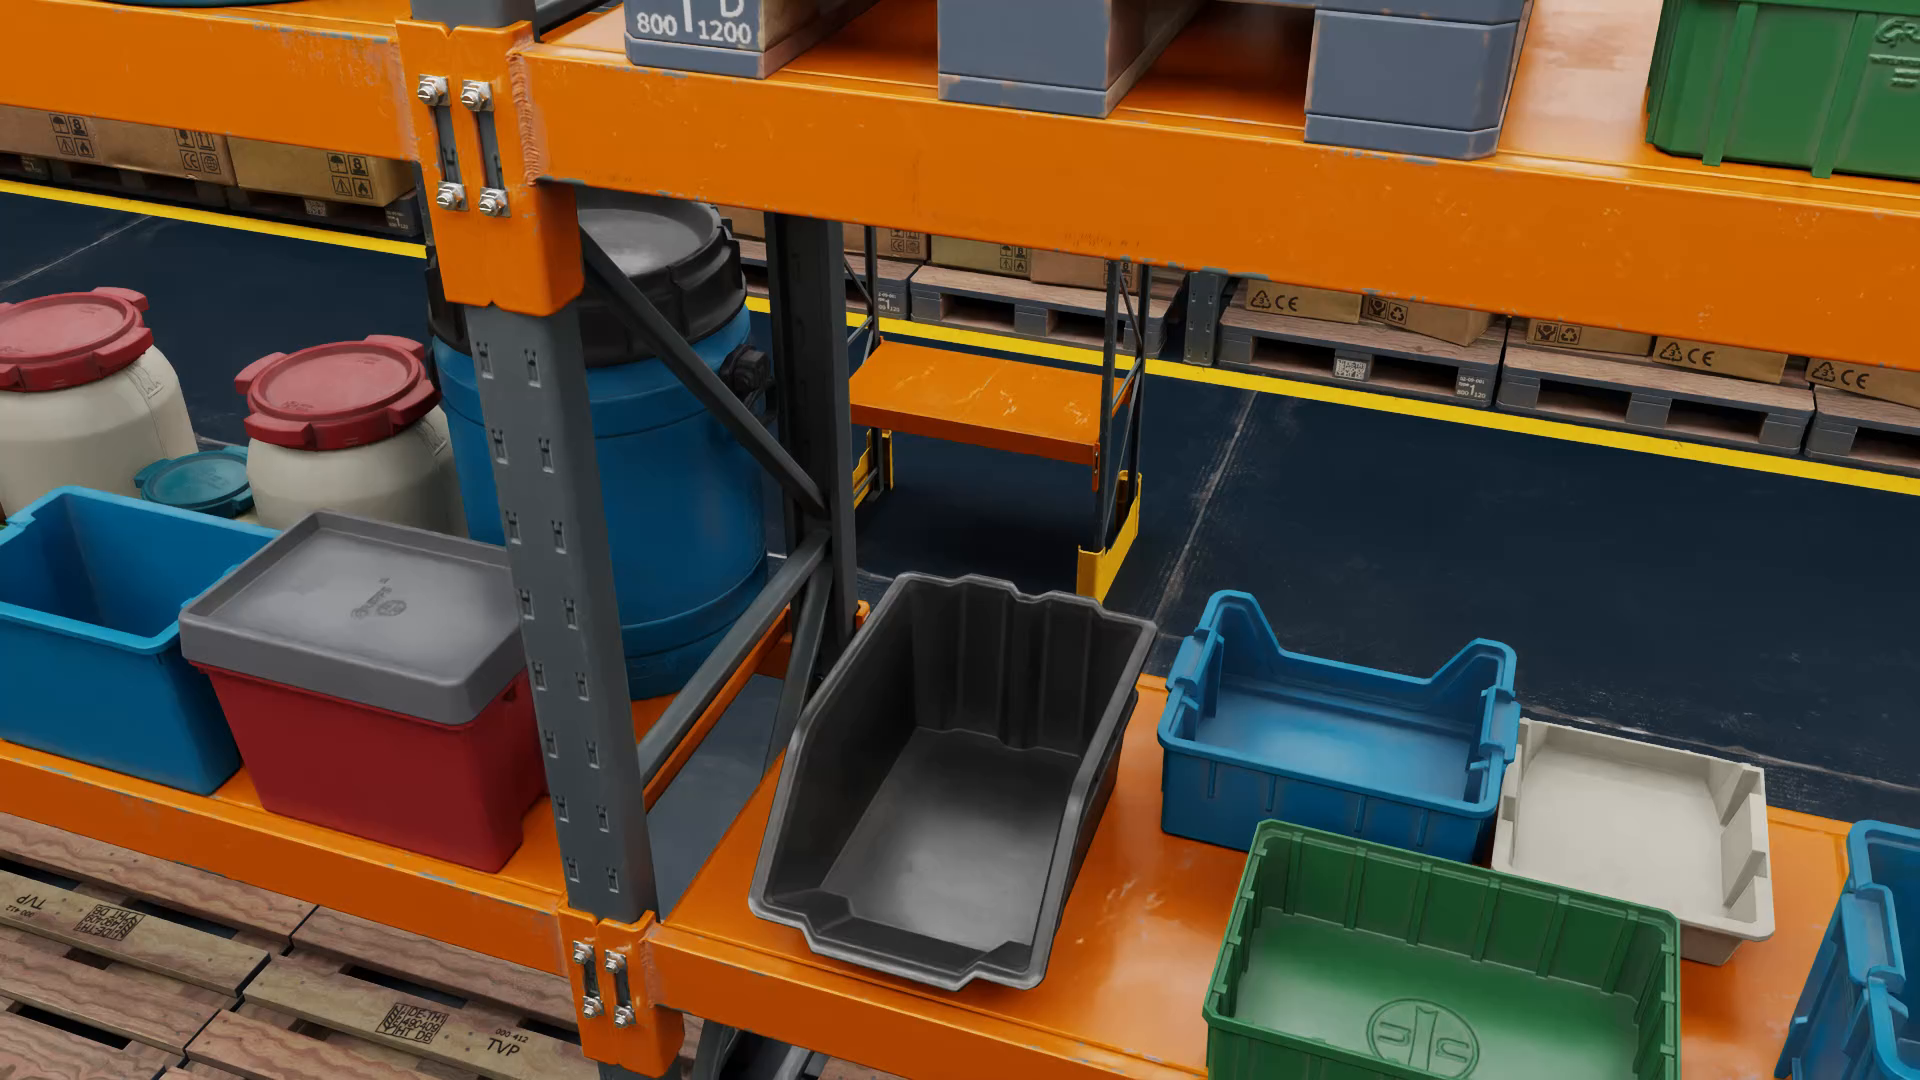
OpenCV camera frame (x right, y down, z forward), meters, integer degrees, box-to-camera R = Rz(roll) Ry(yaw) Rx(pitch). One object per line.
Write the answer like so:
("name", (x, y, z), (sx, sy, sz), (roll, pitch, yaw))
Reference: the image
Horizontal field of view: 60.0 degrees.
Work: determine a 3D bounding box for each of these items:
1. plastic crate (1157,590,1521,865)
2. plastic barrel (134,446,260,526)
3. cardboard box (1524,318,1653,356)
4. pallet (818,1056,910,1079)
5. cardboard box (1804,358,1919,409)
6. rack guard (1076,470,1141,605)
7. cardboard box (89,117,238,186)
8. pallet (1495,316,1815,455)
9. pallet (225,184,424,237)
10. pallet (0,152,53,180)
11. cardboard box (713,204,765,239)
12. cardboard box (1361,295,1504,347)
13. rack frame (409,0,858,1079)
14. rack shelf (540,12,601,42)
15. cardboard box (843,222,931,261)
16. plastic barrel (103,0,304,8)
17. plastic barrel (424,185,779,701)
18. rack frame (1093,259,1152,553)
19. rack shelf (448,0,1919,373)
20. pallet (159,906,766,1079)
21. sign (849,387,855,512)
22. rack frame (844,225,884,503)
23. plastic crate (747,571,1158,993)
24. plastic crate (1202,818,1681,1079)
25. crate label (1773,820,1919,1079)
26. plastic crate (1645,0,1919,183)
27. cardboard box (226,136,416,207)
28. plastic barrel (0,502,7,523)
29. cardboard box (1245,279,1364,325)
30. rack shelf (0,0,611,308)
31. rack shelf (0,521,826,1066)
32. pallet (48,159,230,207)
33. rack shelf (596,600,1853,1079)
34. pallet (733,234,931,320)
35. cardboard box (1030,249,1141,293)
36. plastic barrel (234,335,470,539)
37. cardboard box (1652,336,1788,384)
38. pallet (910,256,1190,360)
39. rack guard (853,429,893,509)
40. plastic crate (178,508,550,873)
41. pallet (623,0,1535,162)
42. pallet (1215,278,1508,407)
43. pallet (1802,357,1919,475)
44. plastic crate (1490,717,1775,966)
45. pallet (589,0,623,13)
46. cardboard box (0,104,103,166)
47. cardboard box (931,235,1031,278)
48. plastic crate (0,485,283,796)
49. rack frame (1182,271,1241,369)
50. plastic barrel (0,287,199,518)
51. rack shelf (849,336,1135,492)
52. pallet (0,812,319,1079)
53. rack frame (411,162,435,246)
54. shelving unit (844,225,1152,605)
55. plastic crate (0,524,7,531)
("plastic crate", (0.690, 0.362, 3.061), (0.616, 0.251, 0.499), (11, 34, 16))
("plastic barrel", (-1.637, -0.027, 3.654), (0.301, 0.262, 0.301), (0, 33, 0))
("cardboard box", (2.744, -1.152, 7.186), (0.500, 0.500, 0.500), (8, 34, 12))
("pallet", (0.175, 1.551, 3.653), (1.213, 0.211, 1.003), (11, 34, 16))
("cardboard box", (3.837, -0.903, 6.800), (0.500, 0.500, 0.500), (21, 38, 29))
("rack guard", (0.541, 0.000, 6.019), (0.087, 0.250, 0.587), (11, 34, 16))
("cardboard box", (-4.017, -2.613, 9.104), (0.875, 0.875, 1.225), (11, 34, 17))
("pallet", (3.024, -0.795, 7.286), (1.213, 0.211, 1.003), (11, 34, 16))
("pallet", (-3.254, -2.037, 9.210), (1.213, 0.211, 1.003), (11, 34, 16))
("pallet", (-5.551, -2.483, 9.901), (1.213, 0.211, 1.003), (11, 34, 16))
("cardboard box", (-0.838, -1.853, 8.253), (0.500, 0.500, 0.700), (14, 35, 20))
("cardboard box", (2.133, -1.225, 7.300), (0.500, 0.500, 0.500), (23, 39, 31))
("rack frame", (-0.443, 0.236, 3.120), (0.127, 3.000, 1.000), (11, 34, 16))
("rack shelf", (-0.655, -2.357, 7.799), (4.000, 0.370, 1.077), (11, 34, 16))
("cardboard box", (-0.312, -1.751, 8.095), (0.500, 0.500, 0.700), (8, 34, 12))
("plastic barrel", (-0.995, -1.217, 2.143), (0.708, 0.901, 0.600), (11, 34, 16))
("plastic barrel", (-0.705, -0.200, 3.333), (0.708, 0.901, 0.600), (11, 34, 16))
("rack frame", (0.559, -0.521, 5.675), (0.032, 1.500, 0.500), (11, 34, 16))
("rack shelf", (1.440, -0.356, 1.934), (4.000, 0.370, 1.077), (11, 34, 16))
("pallet", (-1.195, 1.283, 4.068), (1.213, 0.211, 1.003), (11, 34, 16))
("sign", (-0.247, -0.160, 3.477), (0.005, 0.325, 0.100), (11, 34, 16))
("rack frame", (-0.398, -0.707, 5.963), (0.032, 1.500, 0.500), (11, 34, 16))
("plastic crate", (0.007, 0.422, 2.888), (0.504, 0.338, 0.767), (11, 34, 16))
("plastic crate", (0.740, 0.717, 2.569), (0.662, 0.188, 0.450), (11, 34, 16))
("crate label", (1.499, 0.754, 2.284), (0.616, 0.435, 0.502), (11, 34, 16))
("plastic crate", (0.950, -0.508, 1.701), (0.450, 0.188, 0.336), (11, 34, 16))
("cardboard box", (-3.180, -2.446, 8.845), (0.875, 0.875, 1.225), (9, 34, 14))
("plastic barrel", (-2.368, -0.322, 3.858), (0.433, 0.535, 0.433), (0, 33, 0))
("cardboard box", (1.591, -1.326, 7.456), (0.500, 0.500, 0.500), (10, 34, 15))
("rack shelf", (-2.326, -1.088, 3.068), (4.000, 0.370, 1.077), (11, 34, 16))
("rack shelf", (-2.326, 0.172, 3.882), (4.000, 0.370, 1.077), (11, 34, 16))
("pallet", (-4.399, -2.261, 9.557), (1.213, 0.211, 1.003), (11, 34, 16))
("rack shelf", (1.440, 0.904, 2.748), (4.000, 0.370, 1.077), (11, 34, 16))
("pallet", (-0.658, -1.486, 8.357), (1.213, 0.211, 1.003), (11, 34, 16))
("cardboard box", (0.657, -1.552, 7.787), (0.500, 0.500, 0.700), (8, 34, 13))
("plastic barrel", (-1.270, -0.109, 3.527), (0.433, 0.535, 0.433), (0, 33, 0))
("cardboard box", (3.254, -1.027, 6.992), (0.500, 0.500, 0.500), (14, 35, 21))
("pallet", (0.494, -1.264, 8.013), (1.213, 0.211, 1.003), (11, 34, 16))
("rack guard", (-0.397, -0.182, 6.302), (0.087, 0.250, 0.587), (11, 34, 16))
("plastic crate", (-1.002, 0.276, 2.998), (0.583, 0.464, 0.402), (11, 34, 16))
("pallet", (0.269, -0.863, 2.230), (1.003, 0.211, 1.213), (11, 34, 16))
("pallet", (1.872, -1.017, 7.631), (1.213, 0.211, 1.003), (11, 34, 16))
("pallet", (4.169, -0.571, 6.939), (1.213, 0.211, 1.003), (11, 34, 16))
("plastic crate", (1.171, 0.514, 2.931), (0.437, 0.136, 0.530), (11, 34, 16))
("pallet", (-1.831, -2.869, 8.105), (1.003, 0.211, 1.213), (11, 34, 16))
("cardboard box", (-4.852, -2.771, 9.348), (0.875, 0.875, 1.225), (10, 34, 15))
("cardboard box", (0.214, -1.648, 7.937), (0.500, 0.500, 0.700), (11, 34, 16))
("plastic crate", (-1.586, 0.199, 3.191), (0.575, 0.384, 0.392), (11, 34, 16))
("rack frame", (1.228, -2.293, 7.037), (0.127, 3.000, 1.000), (11, 34, 16))
("plastic barrel", (-1.960, -0.243, 3.735), (0.433, 0.535, 0.433), (0, 33, 0))
("rack shelf", (0.080, -0.463, 5.917), (1.000, 0.185, 0.538), (11, 34, 16))
("pallet", (-2.348, 1.061, 4.412), (1.213, 0.211, 1.003), (11, 34, 16))
("rack frame", (-2.538, -3.025, 8.171), (0.127, 3.000, 1.000), (11, 34, 16))
("shelving unit", (0.072, -0.616, 5.822), (1.083, 1.500, 0.587), (11, 34, 16))
("plastic crate", (-2.178, 0.150, 3.448), (0.662, 0.188, 0.450), (11, 34, 16))
